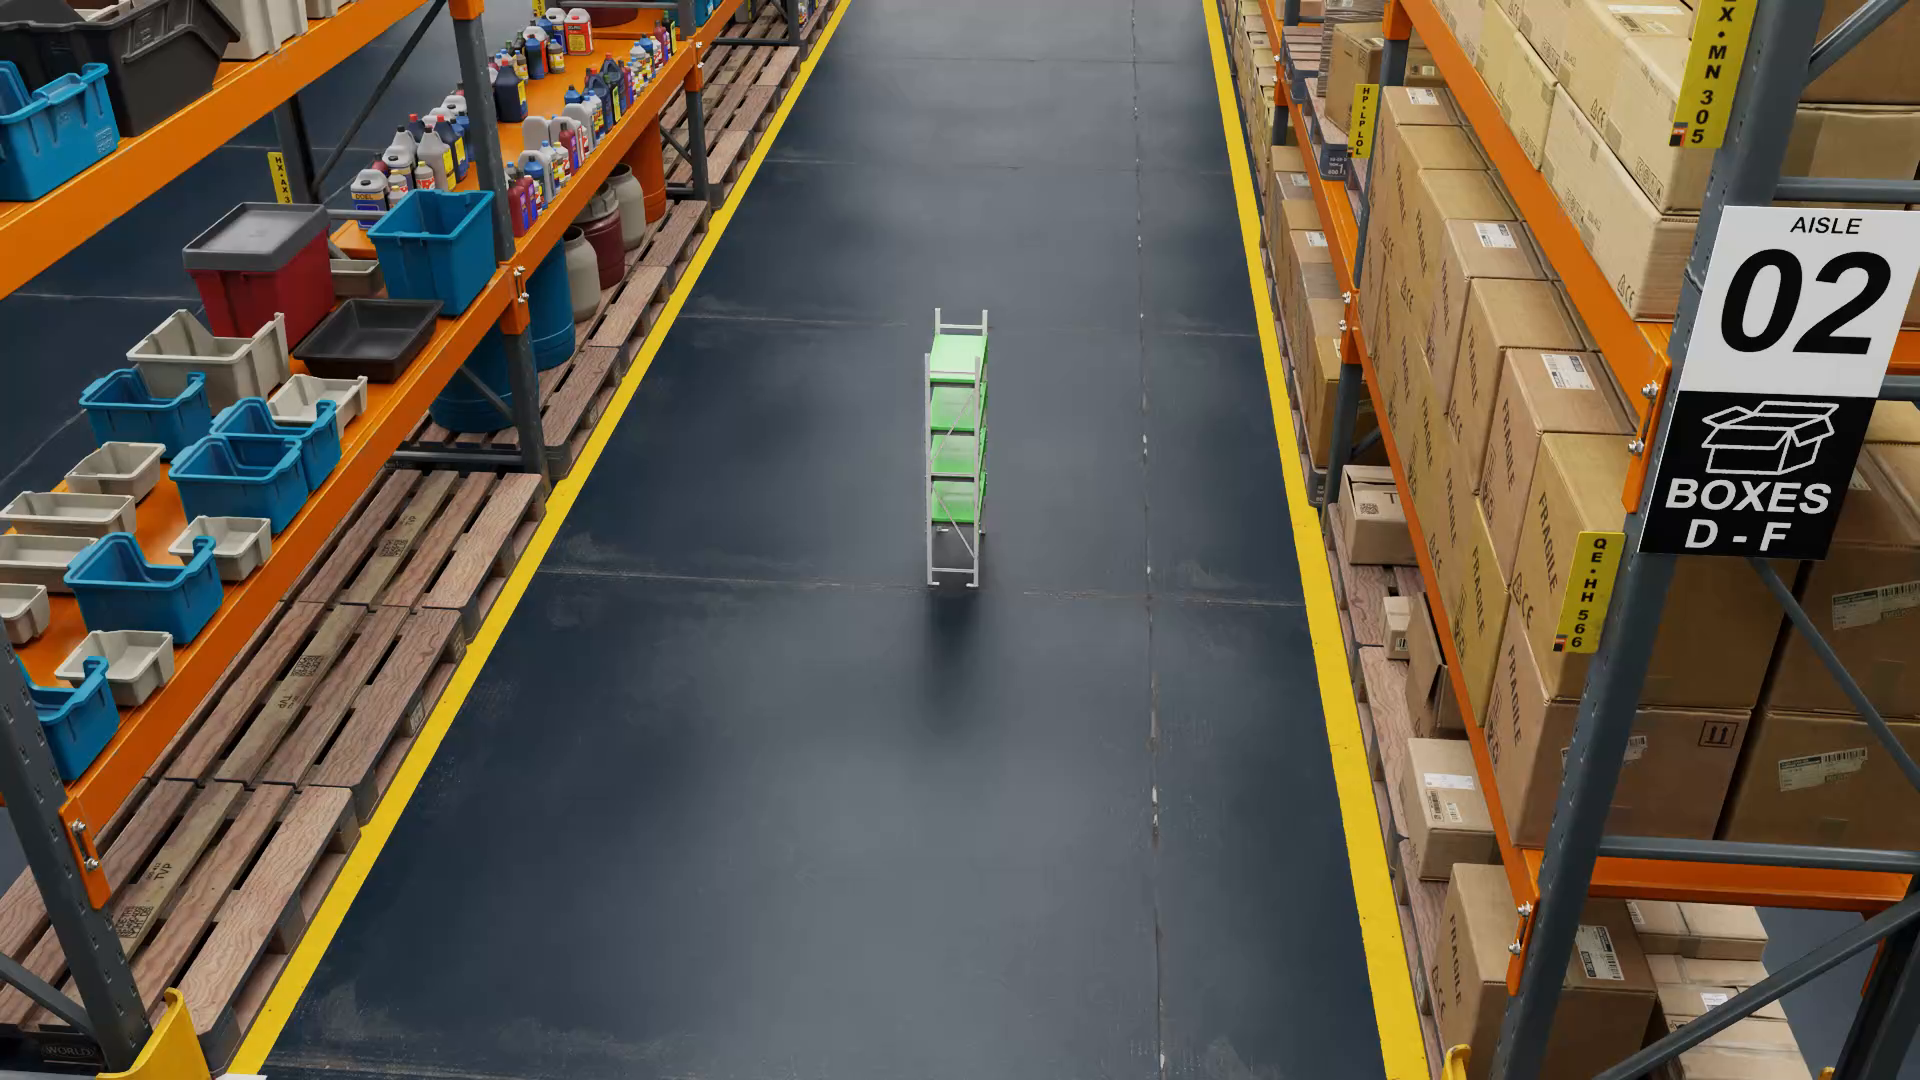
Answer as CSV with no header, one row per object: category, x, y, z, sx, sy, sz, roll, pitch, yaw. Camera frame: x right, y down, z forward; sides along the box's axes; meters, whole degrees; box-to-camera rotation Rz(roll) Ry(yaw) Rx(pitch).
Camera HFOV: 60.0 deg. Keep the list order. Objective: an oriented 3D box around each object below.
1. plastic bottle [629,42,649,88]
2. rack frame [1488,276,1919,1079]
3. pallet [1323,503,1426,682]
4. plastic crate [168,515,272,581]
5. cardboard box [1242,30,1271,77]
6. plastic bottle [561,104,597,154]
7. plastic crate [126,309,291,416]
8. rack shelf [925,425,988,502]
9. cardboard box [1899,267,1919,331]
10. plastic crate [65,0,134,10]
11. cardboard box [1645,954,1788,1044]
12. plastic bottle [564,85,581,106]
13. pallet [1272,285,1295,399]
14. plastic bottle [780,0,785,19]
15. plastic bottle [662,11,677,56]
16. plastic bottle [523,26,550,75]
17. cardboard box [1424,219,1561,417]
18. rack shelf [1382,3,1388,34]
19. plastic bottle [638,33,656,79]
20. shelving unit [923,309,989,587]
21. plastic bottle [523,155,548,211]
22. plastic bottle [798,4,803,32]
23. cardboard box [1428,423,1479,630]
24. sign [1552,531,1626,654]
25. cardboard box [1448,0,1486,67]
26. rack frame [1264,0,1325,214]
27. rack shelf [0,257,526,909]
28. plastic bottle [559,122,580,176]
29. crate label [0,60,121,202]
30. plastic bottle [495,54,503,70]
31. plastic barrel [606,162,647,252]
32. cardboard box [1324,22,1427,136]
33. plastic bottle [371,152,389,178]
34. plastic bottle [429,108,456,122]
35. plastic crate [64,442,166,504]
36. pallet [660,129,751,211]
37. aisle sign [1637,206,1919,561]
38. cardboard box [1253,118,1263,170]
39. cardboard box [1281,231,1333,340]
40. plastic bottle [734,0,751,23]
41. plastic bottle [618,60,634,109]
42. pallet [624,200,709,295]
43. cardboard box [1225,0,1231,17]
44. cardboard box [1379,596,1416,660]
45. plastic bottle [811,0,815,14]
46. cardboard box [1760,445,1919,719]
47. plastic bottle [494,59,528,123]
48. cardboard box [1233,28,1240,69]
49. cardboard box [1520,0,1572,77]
plastic bottle,-1.989,-2.944,10.291,0.097,0.271,0.097,0,32,0
rack frame,1.982,0.784,4.119,1.000,3.000,0.127,2,32,4
pallet,2.251,0.239,7.662,1.003,0.211,1.213,2,32,4
plastic crate,-2.442,0.023,5.547,0.250,0.136,0.298,2,32,4
cardboard box,2.590,-4.000,13.568,0.500,0.311,0.500,1,32,2
plastic bottle,-2.117,-2.299,9.240,0.152,0.276,0.135,2,32,4
plastic crate,-2.937,-0.706,6.592,0.437,0.282,0.530,2,32,4
rack shelf,-0.013,-0.370,7.828,0.258,0.148,0.480,2,32,4
cardboard box,2.277,-0.687,3.789,0.500,0.250,0.500,2,32,4
plastic crate,-3.003,-2.105,6.071,0.497,0.269,0.590,2,32,4
cardboard box,2.379,1.468,5.290,0.380,0.166,0.250,2,32,4
plastic bottle,-2.208,-2.465,9.513,0.097,0.271,0.097,0,32,0
pallet,2.433,-1.187,9.975,1.003,0.211,1.213,2,32,4
plastic bottle,-1.642,-5.174,15.893,0.144,0.351,0.185,2,32,4
plastic bottle,-1.911,-3.333,10.911,0.061,0.283,0.133,2,32,4
plastic bottle,-2.698,-3.105,10.548,0.152,0.276,0.135,2,32,4
cardboard box,1.864,-0.733,5.532,0.500,0.500,0.500,3,32,6
rack shelf,2.471,-3.324,8.611,1.077,0.370,4.000,2,32,4
plastic bottle,-1.973,-3.046,10.456,0.097,0.271,0.097,0,32,0
shelving unit,-0.013,-0.424,7.795,0.258,1.200,0.503,2,32,4
plastic bottle,-2.164,-1.822,8.469,0.097,0.271,0.097,0,32,0
plastic bottle,-1.515,-4.878,15.487,0.097,0.271,0.097,0,32,0
cardboard box,1.832,-0.036,5.355,0.500,0.500,0.500,3,32,4
sign,1.431,0.122,3.787,0.100,0.325,0.005,2,32,4
cardboard box,1.935,-1.754,5.521,0.500,0.250,0.500,2,32,4
rack frame,2.634,-3.399,10.907,1.000,3.000,0.127,2,32,4
rack shelf,-2.792,-0.169,6.351,1.077,0.370,4.000,2,32,4
plastic bottle,-2.101,-2.109,8.925,0.061,0.283,0.133,2,32,4
crate label,-2.557,-1.112,4.478,0.408,0.251,0.502,2,32,4
plastic bottle,-2.772,-2.803,10.061,0.097,0.271,0.097,0,32,0
plastic barrel,-2.283,-2.177,10.894,0.421,0.512,0.421,0,32,0
cardboard box,2.390,-2.455,8.880,0.700,0.500,0.500,-5,32,-9
plastic bottle,-2.945,-1.814,8.446,0.061,0.283,0.133,2,32,4
plastic bottle,-2.837,-2.213,9.101,0.152,0.276,0.135,2,32,4
plastic crate,-3.026,-0.230,5.958,0.298,0.136,0.250,2,32,4
pallet,-2.201,-2.829,12.639,1.003,0.211,1.213,2,32,4
aisle sign,1.671,-0.300,3.400,0.394,0.787,0.004,2,32,4
cardboard box,2.472,-2.963,12.419,0.500,0.250,0.500,2,32,3
cardboard box,2.191,-1.487,9.768,0.500,0.500,0.500,1,32,2
plastic bottle,-2.069,-5.107,15.783,0.144,0.351,0.185,2,32,4
plastic bottle,-2.004,-2.736,9.941,0.061,0.283,0.133,2,32,4
pallet,-2.326,-2.012,11.313,1.003,0.211,1.213,2,32,4
cardboard box,2.856,-5.274,16.169,0.500,0.250,0.500,2,32,4
cardboard box,1.998,0.374,7.065,0.380,0.166,0.250,2,32,4
plastic bottle,-1.483,-5.267,16.043,0.144,0.351,0.185,1,32,2
cardboard box,2.281,0.095,4.188,0.500,0.500,0.500,3,32,5
plastic bottle,-2.628,-2.635,9.713,0.144,0.351,0.185,2,32,4
cardboard box,2.679,-4.299,14.587,0.500,0.250,0.500,2,32,3
cardboard box,1.855,-1.444,4.542,0.500,0.250,0.500,2,32,4
